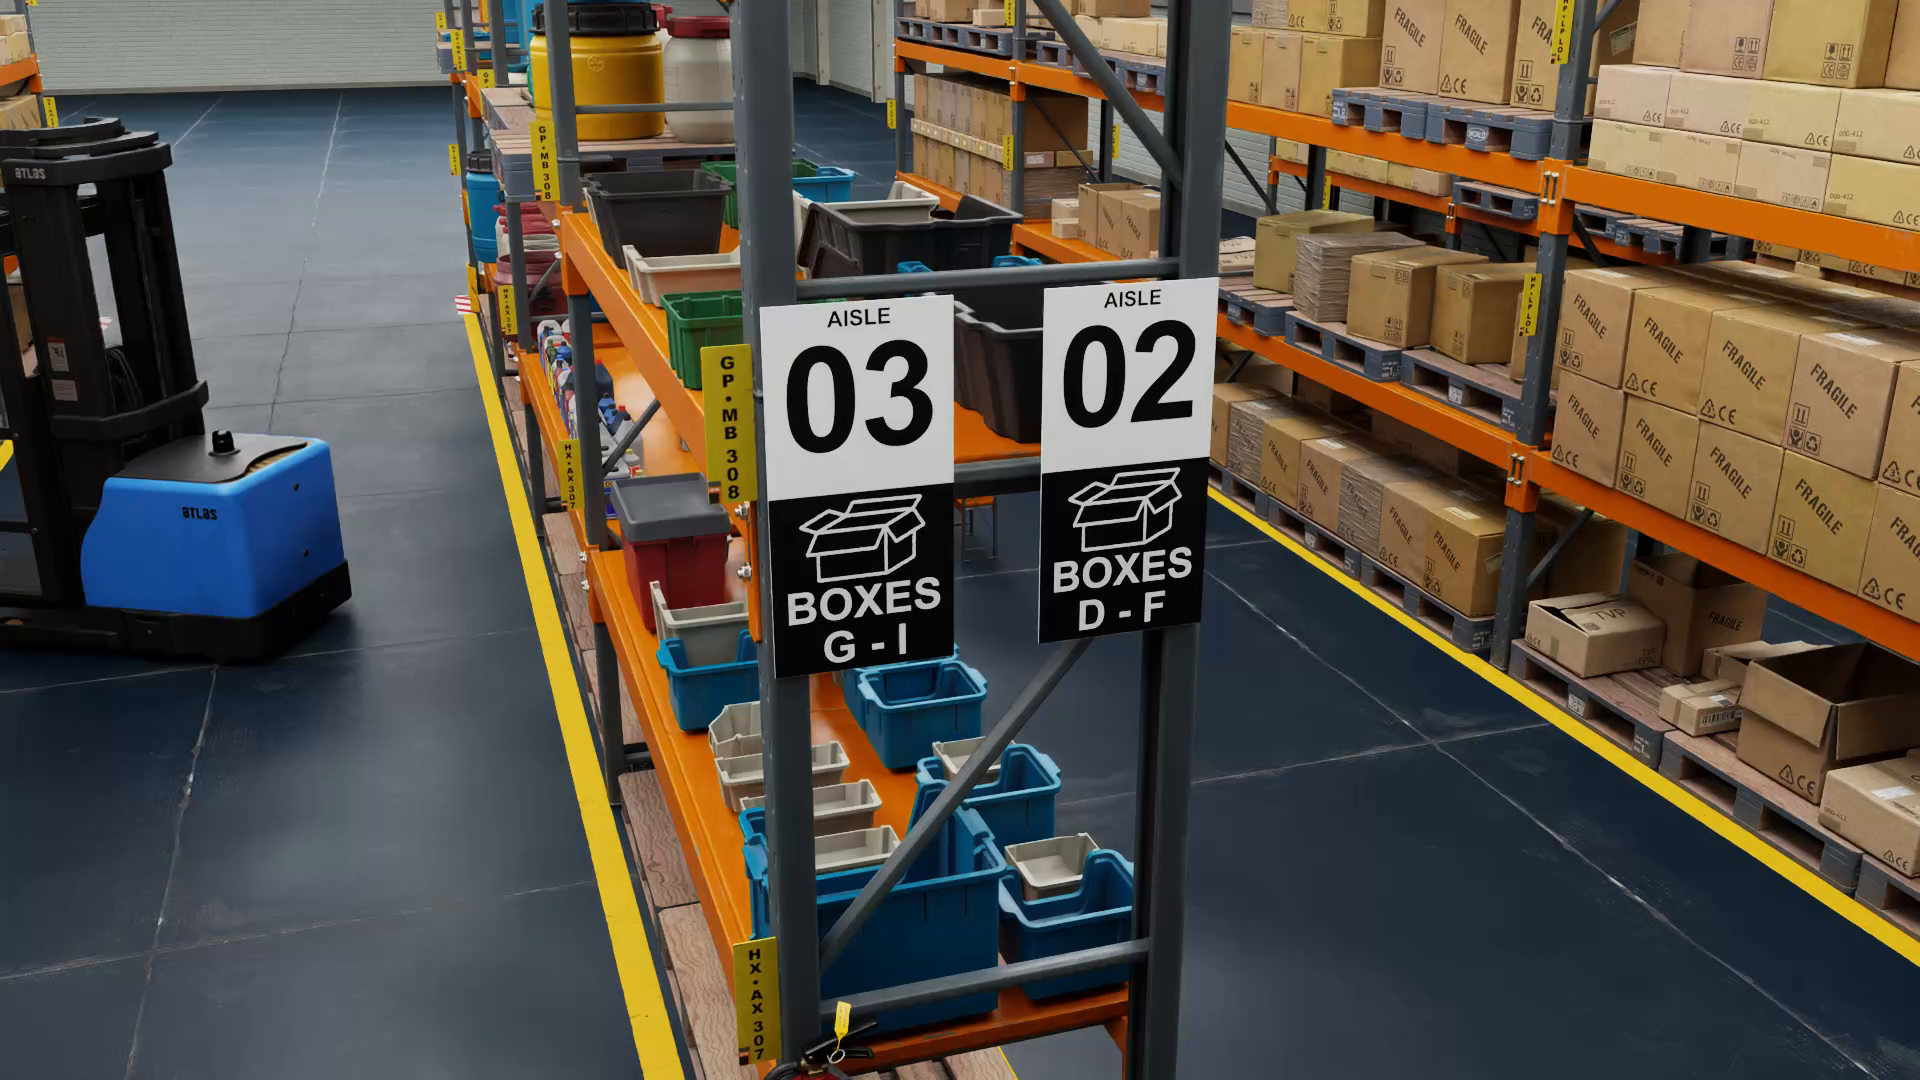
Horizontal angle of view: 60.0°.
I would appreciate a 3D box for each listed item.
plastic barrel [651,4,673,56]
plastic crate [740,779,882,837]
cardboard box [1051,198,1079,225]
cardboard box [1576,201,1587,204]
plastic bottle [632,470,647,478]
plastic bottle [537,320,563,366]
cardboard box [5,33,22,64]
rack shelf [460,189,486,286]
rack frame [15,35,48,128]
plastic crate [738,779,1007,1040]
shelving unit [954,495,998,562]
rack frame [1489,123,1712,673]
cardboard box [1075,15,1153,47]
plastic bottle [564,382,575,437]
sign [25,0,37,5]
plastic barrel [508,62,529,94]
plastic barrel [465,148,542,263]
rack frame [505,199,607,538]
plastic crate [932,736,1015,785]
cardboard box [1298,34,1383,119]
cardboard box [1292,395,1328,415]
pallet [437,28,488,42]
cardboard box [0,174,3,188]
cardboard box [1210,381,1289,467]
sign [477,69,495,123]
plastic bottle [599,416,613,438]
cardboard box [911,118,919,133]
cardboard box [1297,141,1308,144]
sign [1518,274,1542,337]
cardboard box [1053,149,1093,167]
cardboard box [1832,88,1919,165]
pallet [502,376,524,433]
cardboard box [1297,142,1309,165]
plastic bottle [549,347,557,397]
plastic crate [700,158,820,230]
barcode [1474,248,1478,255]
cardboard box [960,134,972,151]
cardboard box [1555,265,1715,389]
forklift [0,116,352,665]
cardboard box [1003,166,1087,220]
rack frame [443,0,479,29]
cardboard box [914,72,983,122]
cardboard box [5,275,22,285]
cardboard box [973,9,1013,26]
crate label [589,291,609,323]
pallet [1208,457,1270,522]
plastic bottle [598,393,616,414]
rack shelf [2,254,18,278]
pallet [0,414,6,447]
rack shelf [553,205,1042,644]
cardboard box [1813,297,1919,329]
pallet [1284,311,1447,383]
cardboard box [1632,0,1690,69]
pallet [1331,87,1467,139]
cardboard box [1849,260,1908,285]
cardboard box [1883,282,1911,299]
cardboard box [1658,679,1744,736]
[{"bbox_3d":[-1.759,-2.619,9.010,0.433,0.535,0.433,0,20,0],"label":"plastic barrel"},{"bbox_3d":[-0.451,0.828,4.976,0.396,0.136,0.243,-6,21,-17],"label":"plastic crate"},{"bbox_3d":[1.183,-3.083,15.785,0.500,0.250,0.500,-5,20,-14],"label":"cardboard box"},{"bbox_3d":[6.221,-3.534,16.019,0.700,0.500,0.500,-4,20,-10],"label":"cardboard box"},{"bbox_3d":[-1.520,-0.233,7.921,0.097,0.201,0.097,0,20,0],"label":"plastic bottle"},{"bbox_3d":[-2.630,-1.267,10.690,0.152,0.276,0.135,-6,21,-17],"label":"plastic bottle"},{"bbox_3d":[-9.124,-4.593,15.551,0.500,0.250,0.500,-6,21,-17],"label":"cardboard box"},{"bbox_3d":[-4.345,-3.085,16.633,1.077,0.370,4.000,-6,21,-17],"label":"rack shelf"},{"bbox_3d":[-9.676,-3.539,16.833,1.000,3.000,0.127,-6,21,-17],"label":"rack frame"},{"bbox_3d":[-0.228,0.936,4.231,0.616,0.435,0.499,-6,21,-17],"label":"plastic crate"},{"bbox_3d":[0.052,-0.512,11.066,0.258,1.200,0.503,-6,21,-17],"label":"shelving unit"},{"bbox_3d":[3.501,-0.740,9.039,1.000,3.000,0.127,-6,21,-17],"label":"rack frame"},{"bbox_3d":[1.347,-4.471,14.591,0.500,0.250,0.500,-9,21,-22],"label":"cardboard box"},{"bbox_3d":[-2.138,-0.718,9.151,0.061,0.283,0.133,-6,21,-17],"label":"plastic bottle"},{"bbox_3d":[-9.143,-5.420,16.323,0.100,0.325,0.005,-6,21,-17],"label":"sign"},{"bbox_3d":[-3.081,-3.228,11.734,0.301,0.262,0.301,0,20,0],"label":"plastic barrel"},{"bbox_3d":[-3.883,-2.862,14.205,0.600,0.901,0.708,-6,21,-17],"label":"plastic barrel"},{"bbox_3d":[-2.460,-1.498,11.151,1.000,3.000,0.127,-6,21,-17],"label":"rack frame"},{"bbox_3d":[0.054,0.721,5.273,0.250,0.136,0.298,-6,21,-17],"label":"plastic crate"},{"bbox_3d":[2.737,-3.015,10.789,0.910,0.500,0.500,-6,21,-17],"label":"cardboard box"},{"bbox_3d":[2.761,-0.779,12.195,0.500,0.500,0.500,-6,20,-15],"label":"cardboard box"},{"bbox_3d":[-4.807,-5.113,17.055,1.003,0.211,1.213,-6,21,-17],"label":"pallet"},{"bbox_3d":[-8.996,-3.073,14.946,0.875,0.500,0.500,-6,21,-17],"label":"cardboard box"},{"bbox_3d":[2.116,-0.878,12.470,0.500,0.500,0.500,-5,20,-15],"label":"cardboard box"},{"bbox_3d":[-2.980,-2.800,10.492,0.100,0.325,0.005,-6,21,-17],"label":"sign"},{"bbox_3d":[-1.802,-0.452,8.310,0.144,0.351,0.185,-6,21,-17],"label":"plastic bottle"},{"bbox_3d":[-0.352,-4.794,19.219,0.380,0.149,0.250,-7,21,-18],"label":"cardboard box"},{"bbox_3d":[4.442,-5.065,20.164,0.500,0.500,0.500,-6,21,-17],"label":"cardboard box"},{"bbox_3d":[2.975,-1.225,8.676,0.100,0.325,0.005,-6,21,-17],"label":"sign"},{"bbox_3d":[1.086,-3.766,16.357,0.380,0.149,0.250,-6,21,-17],"label":"cardboard box"},{"bbox_3d":[3.881,-1.651,6.622,0.500,0.250,0.500,-6,21,-17],"label":"cardboard box"},{"bbox_3d":[-3.433,-1.222,14.506,1.003,0.211,1.213,-6,21,-17],"label":"pallet"},{"bbox_3d":[4.460,-4.702,20.261,0.500,0.250,0.500,-7,21,-19],"label":"cardboard box"},{"bbox_3d":[-2.414,-1.000,9.936,0.061,0.283,0.133,-6,21,-17],"label":"plastic bottle"},{"bbox_3d":[-0.782,-1.423,6.817,0.450,0.188,0.662,-6,21,-17],"label":"plastic crate"},{"bbox_3d":[5.746,-3.215,18.503,0.001,0.075,0.075,-6,21,-17],"label":"barcode"},{"bbox_3d":[0.214,-4.216,17.611,0.380,0.149,0.250,-6,21,-15],"label":"cardboard box"},{"bbox_3d":[3.382,-1.076,8.349,0.500,0.500,0.500,-6,21,-16],"label":"cardboard box"},{"bbox_3d":[-5.308,-0.926,9.657,3.031,2.935,1.130,5,20,13],"label":"forklift"},{"bbox_3d":[0.841,-3.496,16.564,0.700,0.500,0.500,-7,21,-19],"label":"cardboard box"},{"bbox_3d":[-4.974,-6.889,17.284,1.000,3.000,0.127,-6,21,-17],"label":"rack frame"},{"bbox_3d":[-0.119,-5.080,19.056,0.700,0.500,0.500,-6,21,-17],"label":"cardboard box"},{"bbox_3d":[-9.496,-2.358,16.622,0.500,0.500,0.500,-3,20,-7],"label":"cardboard box"},{"bbox_3d":[0.348,-5.222,16.624,0.380,0.149,0.250,-6,21,-17],"label":"cardboard box"},{"bbox_3d":[-2.515,-1.863,12.112,0.502,0.435,0.616,-6,21,-17],"label":"crate label"},{"bbox_3d":[2.443,-0.467,12.406,1.003,0.211,1.213,-6,21,-17],"label":"pallet"},{"bbox_3d":[-1.909,-0.662,9.013,0.097,0.271,0.097,0,20,0],"label":"plastic bottle"},{"bbox_3d":[-9.047,-2.559,15.168,1.077,0.370,4.000,-6,21,-17],"label":"rack shelf"},{"bbox_3d":[-8.173,-0.694,13.036,1.003,0.211,1.213,-6,21,-17],"label":"pallet"},{"bbox_3d":[-0.574,-0.646,5.405,1.077,0.370,4.000,-6,21,-17],"label":"rack shelf"},{"bbox_3d":[4.228,-0.797,7.571,0.500,0.500,0.500,-6,21,-17],"label":"cardboard box"},{"bbox_3d":[2.860,-1.310,10.909,1.003,0.211,1.213,-6,21,-17],"label":"pallet"},{"bbox_3d":[3.690,-2.517,7.923,0.700,0.500,0.500,-6,21,-17],"label":"cardboard box"},{"bbox_3d":[3.034,-2.612,10.093,1.213,0.211,1.003,-6,21,-17],"label":"pallet"},{"bbox_3d":[7.166,-2.236,12.587,0.500,0.500,0.500,-6,21,-17],"label":"cardboard box"},{"bbox_3d":[7.260,-1.902,12.616,0.380,0.149,0.250,-6,21,-16],"label":"cardboard box"},{"bbox_3d":[3.709,0.821,8.235,0.380,0.166,0.250,-6,21,-17],"label":"cardboard box"}]
